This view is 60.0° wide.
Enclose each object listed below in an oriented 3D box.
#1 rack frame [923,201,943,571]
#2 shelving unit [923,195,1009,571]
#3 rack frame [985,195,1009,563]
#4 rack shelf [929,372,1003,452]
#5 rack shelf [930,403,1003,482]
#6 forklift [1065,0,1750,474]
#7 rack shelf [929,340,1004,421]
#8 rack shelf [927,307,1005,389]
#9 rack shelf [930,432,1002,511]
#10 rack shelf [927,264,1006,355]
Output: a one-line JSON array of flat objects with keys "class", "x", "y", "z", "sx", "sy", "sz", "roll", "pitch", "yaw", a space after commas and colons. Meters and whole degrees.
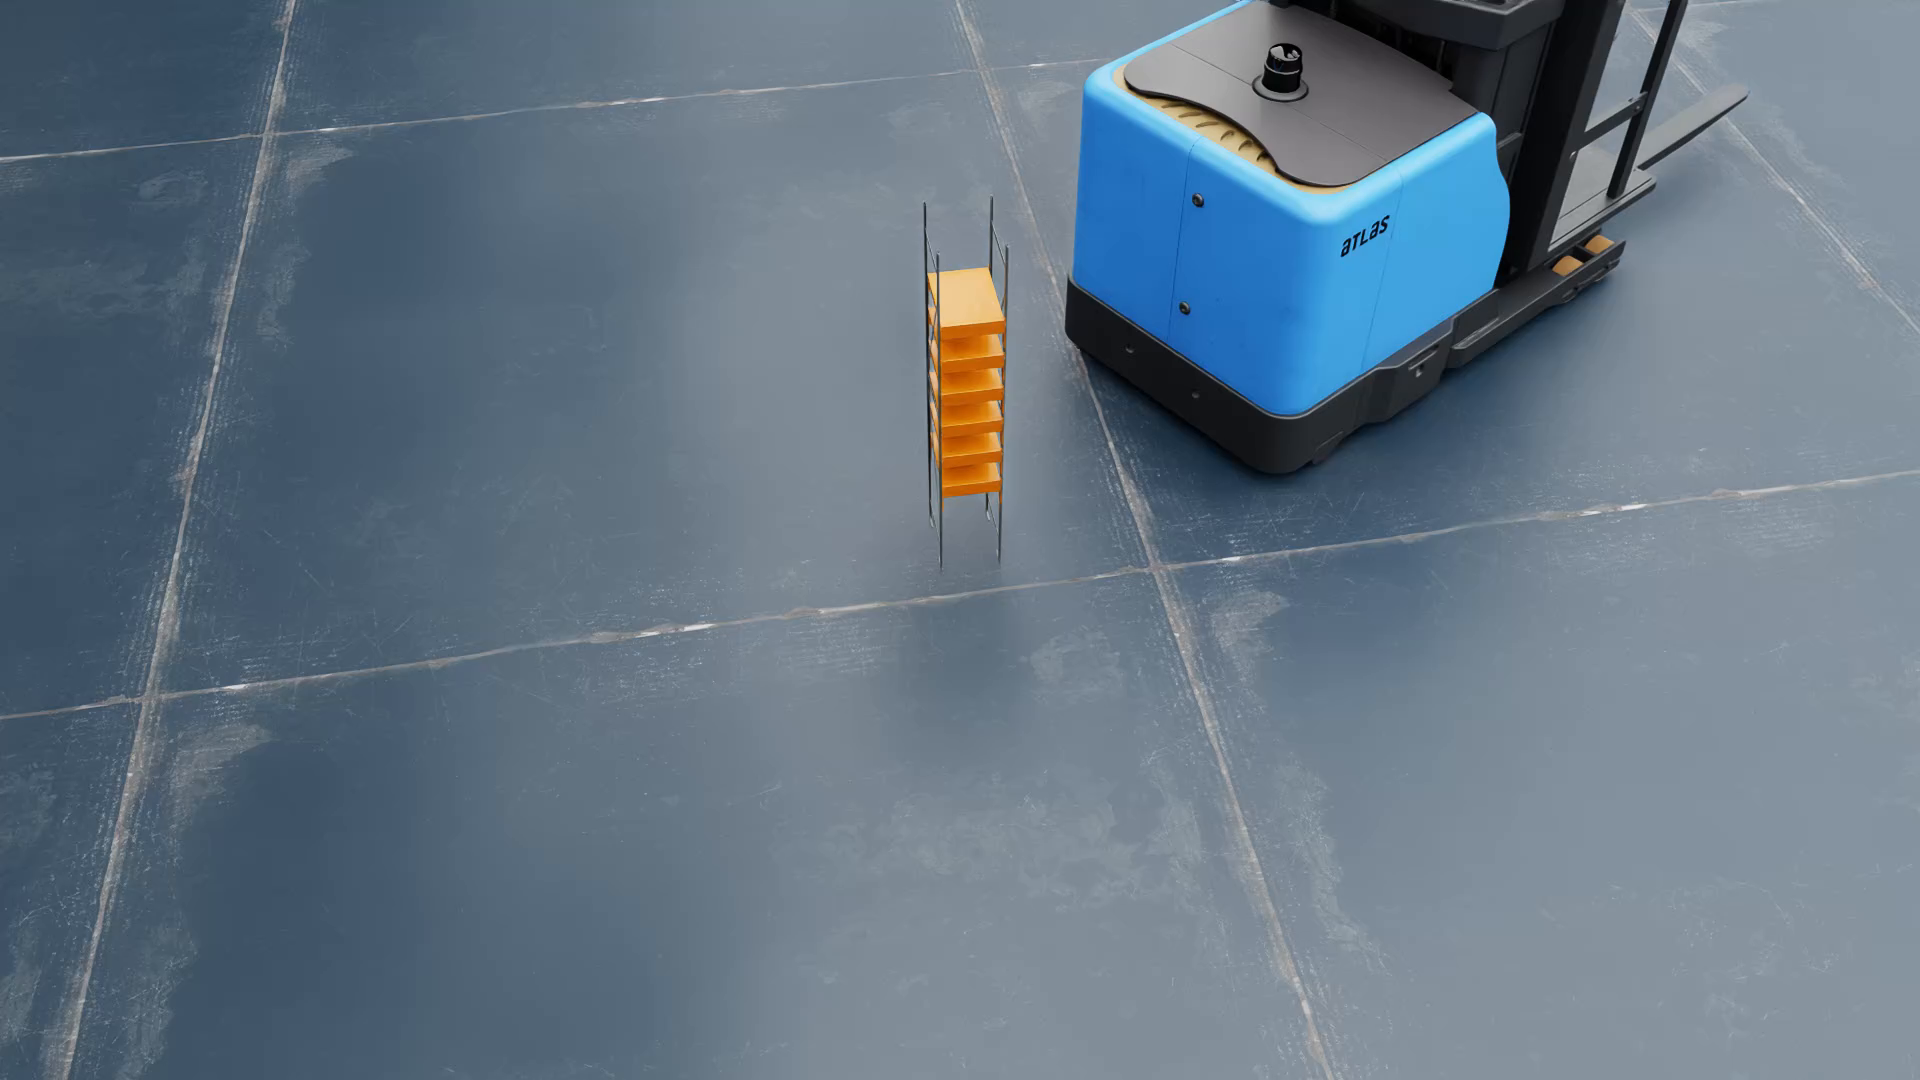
[{"class": "rack frame", "x": -0.076, "y": -0.407, "z": 4.809, "sx": 0.006, "sy": 1.200, "sz": 0.240, "roll": -7, "pitch": 46, "yaw": -7}, {"class": "shelving unit", "x": 0.014, "y": -0.418, "z": 4.820, "sx": 0.189, "sy": 1.200, "sz": 0.258, "roll": -7, "pitch": 46, "yaw": -7}, {"class": "rack frame", "x": 0.104, "y": -0.429, "z": 4.830, "sx": 0.006, "sy": 1.200, "sz": 0.240, "roll": -7, "pitch": 46, "yaw": -7}, {"class": "rack shelf", "x": 0.014, "y": -0.387, "z": 4.852, "sx": 0.180, "sy": 0.103, "sz": 0.258, "roll": -7, "pitch": 46, "yaw": -7}, {"class": "rack shelf", "x": 0.014, "y": -0.304, "z": 4.938, "sx": 0.180, "sy": 0.103, "sz": 0.258, "roll": -7, "pitch": 46, "yaw": -7}, {"class": "forklift", "x": 1.815, "y": -2.145, "z": 5.281, "sx": 3.031, "sy": 2.935, "sz": 1.130, "roll": -32, "pitch": 54, "yaw": -27}, {"class": "rack shelf", "x": 0.014, "y": -0.471, "z": 4.765, "sx": 0.180, "sy": 0.103, "sz": 0.258, "roll": -7, "pitch": 46, "yaw": -7}, {"class": "rack shelf", "x": 0.014, "y": -0.554, "z": 4.679, "sx": 0.180, "sy": 0.103, "sz": 0.258, "roll": -7, "pitch": 46, "yaw": -7}, {"class": "rack shelf", "x": 0.014, "y": -0.221, "z": 5.024, "sx": 0.180, "sy": 0.103, "sz": 0.258, "roll": -7, "pitch": 46, "yaw": -7}, {"class": "rack shelf", "x": 0.014, "y": -0.637, "z": 4.592, "sx": 0.180, "sy": 0.103, "sz": 0.258, "roll": -7, "pitch": 46, "yaw": -7}]
